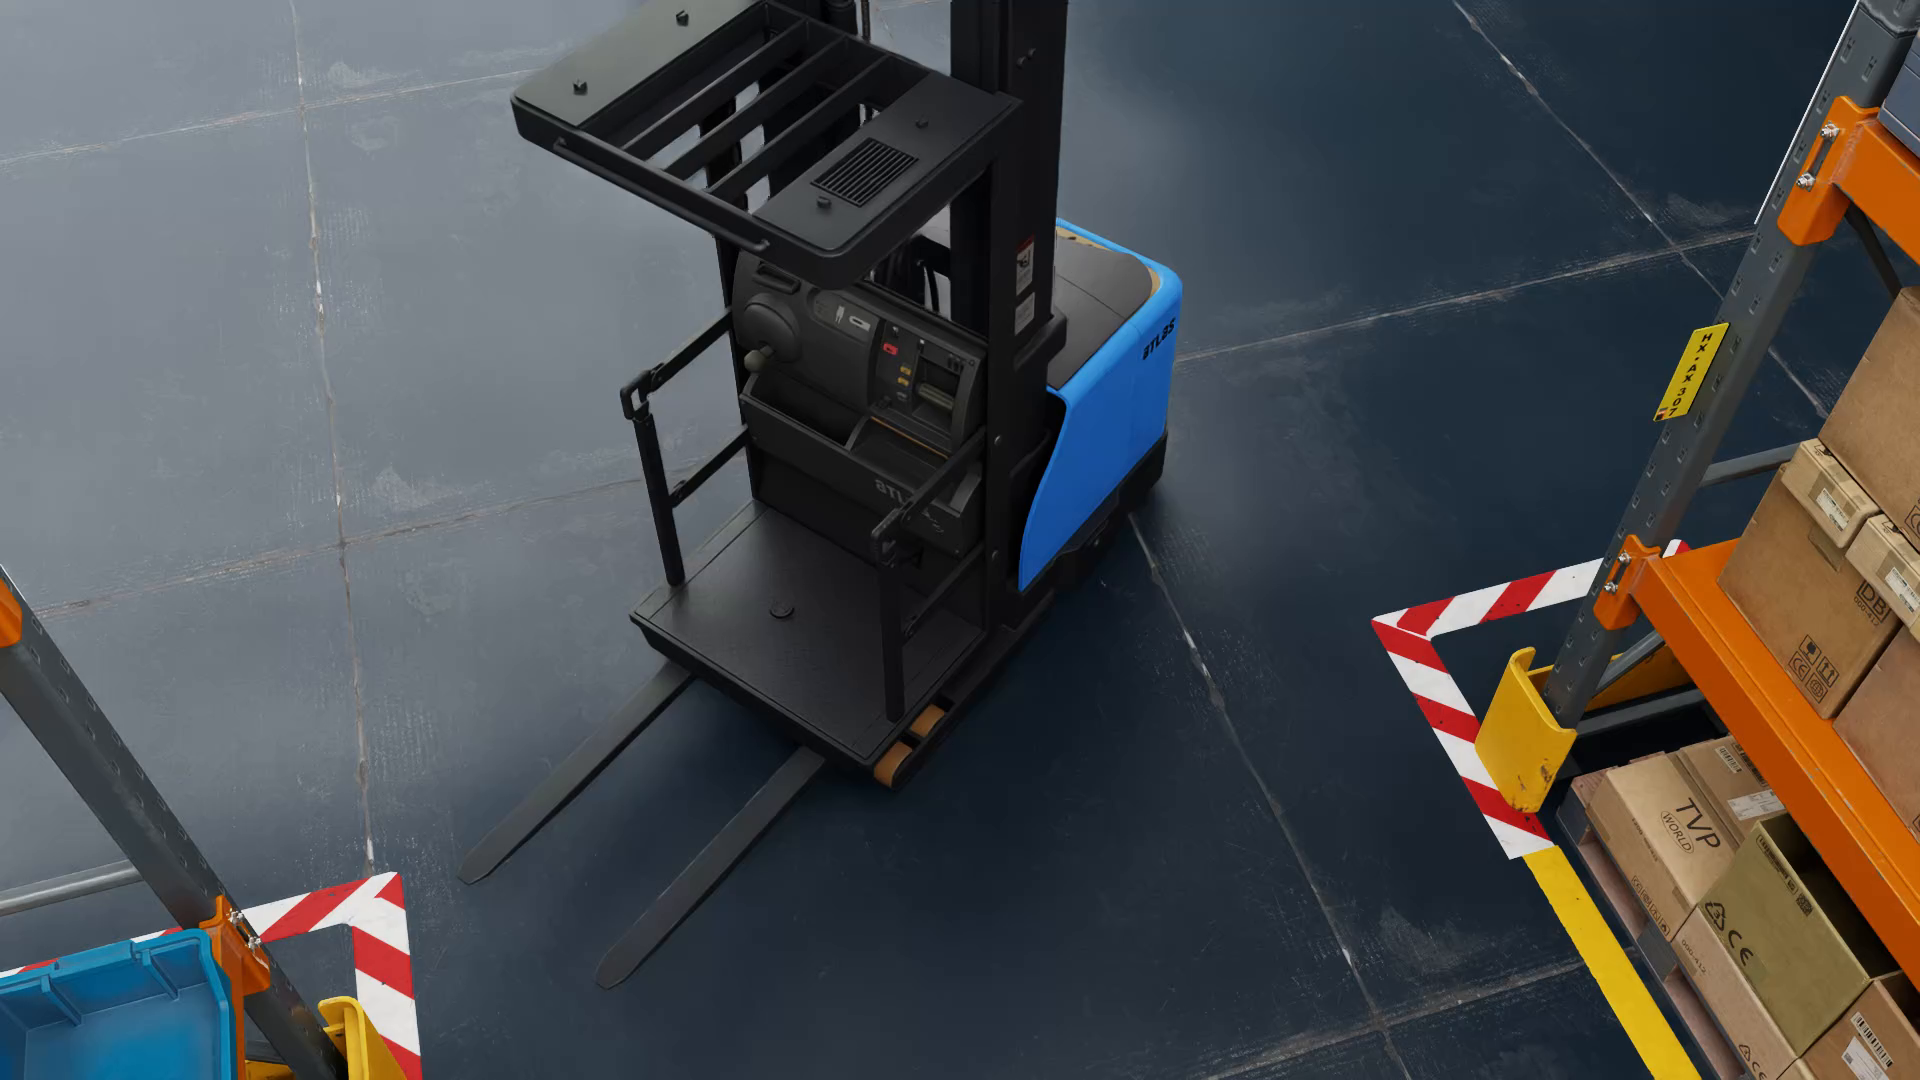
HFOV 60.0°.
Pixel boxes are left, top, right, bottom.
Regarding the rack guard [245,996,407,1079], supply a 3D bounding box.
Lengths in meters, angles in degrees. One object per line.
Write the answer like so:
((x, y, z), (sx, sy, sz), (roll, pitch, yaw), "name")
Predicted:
((-2.234, 1.718, 4.764), (1.175, 0.500, 0.348), (-13, 51, -11), "rack guard")

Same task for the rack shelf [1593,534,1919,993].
((3.023, 1.443, 3.832), (1.077, 0.370, 4.000), (-13, 51, -11), "rack shelf")

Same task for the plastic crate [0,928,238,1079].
((-1.868, 1.213, 3.652), (0.499, 0.251, 0.616), (-13, 51, -11), "plastic crate")

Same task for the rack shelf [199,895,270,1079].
((-1.710, 2.560, 2.890), (1.077, 0.370, 4.000), (-13, 51, -11), "rack shelf")

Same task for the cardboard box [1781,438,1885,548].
((2.342, -0.156, 4.220), (0.380, 0.149, 0.250), (-14, 51, -11), "cardboard box")

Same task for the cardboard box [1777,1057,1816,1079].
((2.676, 1.673, 4.691), (0.500, 0.250, 0.500), (-13, 51, -11), "cardboard box")

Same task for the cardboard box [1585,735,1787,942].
((2.377, 0.943, 5.307), (0.500, 0.250, 0.500), (-13, 51, -11), "cardboard box")

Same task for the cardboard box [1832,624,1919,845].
((2.717, 0.444, 4.138), (0.700, 0.500, 0.500), (-12, 51, -10), "cardboard box")

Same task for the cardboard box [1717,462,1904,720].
((2.557, 0.062, 4.460), (0.700, 0.500, 0.500), (-13, 51, -11), "cardboard box")

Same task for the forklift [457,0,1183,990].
((-0.458, -0.508, 5.051), (1.130, 2.935, 3.031), (29, 56, 22), "forklift")

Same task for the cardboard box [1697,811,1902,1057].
((2.527, 1.066, 4.712), (0.500, 0.500, 0.500), (-13, 51, -11), "cardboard box")

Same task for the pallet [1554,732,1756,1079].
((2.698, 1.198, 5.392), (1.003, 0.211, 1.213), (-13, 51, -11), "pallet")

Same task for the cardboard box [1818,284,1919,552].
((2.573, -0.318, 3.932), (0.700, 0.500, 0.500), (-13, 51, -11), "cardboard box")

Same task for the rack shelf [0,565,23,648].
((-1.710, 1.593, 1.743), (1.077, 0.370, 4.000), (-13, 51, -11), "rack shelf")

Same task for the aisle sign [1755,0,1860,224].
((2.119, -1.067, 3.777), (0.394, 0.787, 0.004), (-13, 51, -11), "aisle sign")

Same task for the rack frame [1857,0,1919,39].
((2.431, -2.184, 2.495), (1.000, 3.000, 0.127), (-13, 51, -11), "rack frame")

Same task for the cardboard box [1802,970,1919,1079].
((2.687, 1.428, 4.407), (0.500, 0.500, 0.500), (-13, 51, -11), "cardboard box")

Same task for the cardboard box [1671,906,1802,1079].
((2.529, 1.307, 4.999), (0.500, 0.250, 0.500), (-13, 51, -11), "cardboard box")

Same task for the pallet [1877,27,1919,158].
((2.616, -0.666, 3.235), (1.003, 0.211, 1.213), (-13, 51, -11), "pallet")

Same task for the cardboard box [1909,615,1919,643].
((2.495, 0.219, 3.904), (0.380, 0.149, 0.250), (-13, 51, -11), "cardboard box")

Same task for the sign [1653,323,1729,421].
((1.899, -0.433, 4.325), (0.100, 0.325, 0.005), (-13, 51, -11), "sign")

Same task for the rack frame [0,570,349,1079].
((-2.305, 0.868, 3.846), (0.949, 2.616, 0.053), (-13, 51, -11), "rack frame")

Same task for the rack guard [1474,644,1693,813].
((2.424, 0.538, 5.759), (1.175, 0.500, 0.348), (-13, 51, -11), "rack guard")

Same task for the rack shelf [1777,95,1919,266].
((3.023, 0.476, 2.685), (1.077, 0.370, 4.000), (-13, 51, -11), "rack shelf")

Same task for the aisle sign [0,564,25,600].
((-2.039, -0.090, 2.954), (0.394, 0.787, 0.004), (-13, 51, -11), "aisle sign")

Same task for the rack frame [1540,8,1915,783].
((2.431, -0.250, 4.788), (1.000, 3.000, 0.127), (-13, 51, -11), "rack frame")

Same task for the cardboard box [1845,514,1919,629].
((2.422, 0.036, 4.058), (0.380, 0.149, 0.250), (-15, 51, -12), "cardboard box")
